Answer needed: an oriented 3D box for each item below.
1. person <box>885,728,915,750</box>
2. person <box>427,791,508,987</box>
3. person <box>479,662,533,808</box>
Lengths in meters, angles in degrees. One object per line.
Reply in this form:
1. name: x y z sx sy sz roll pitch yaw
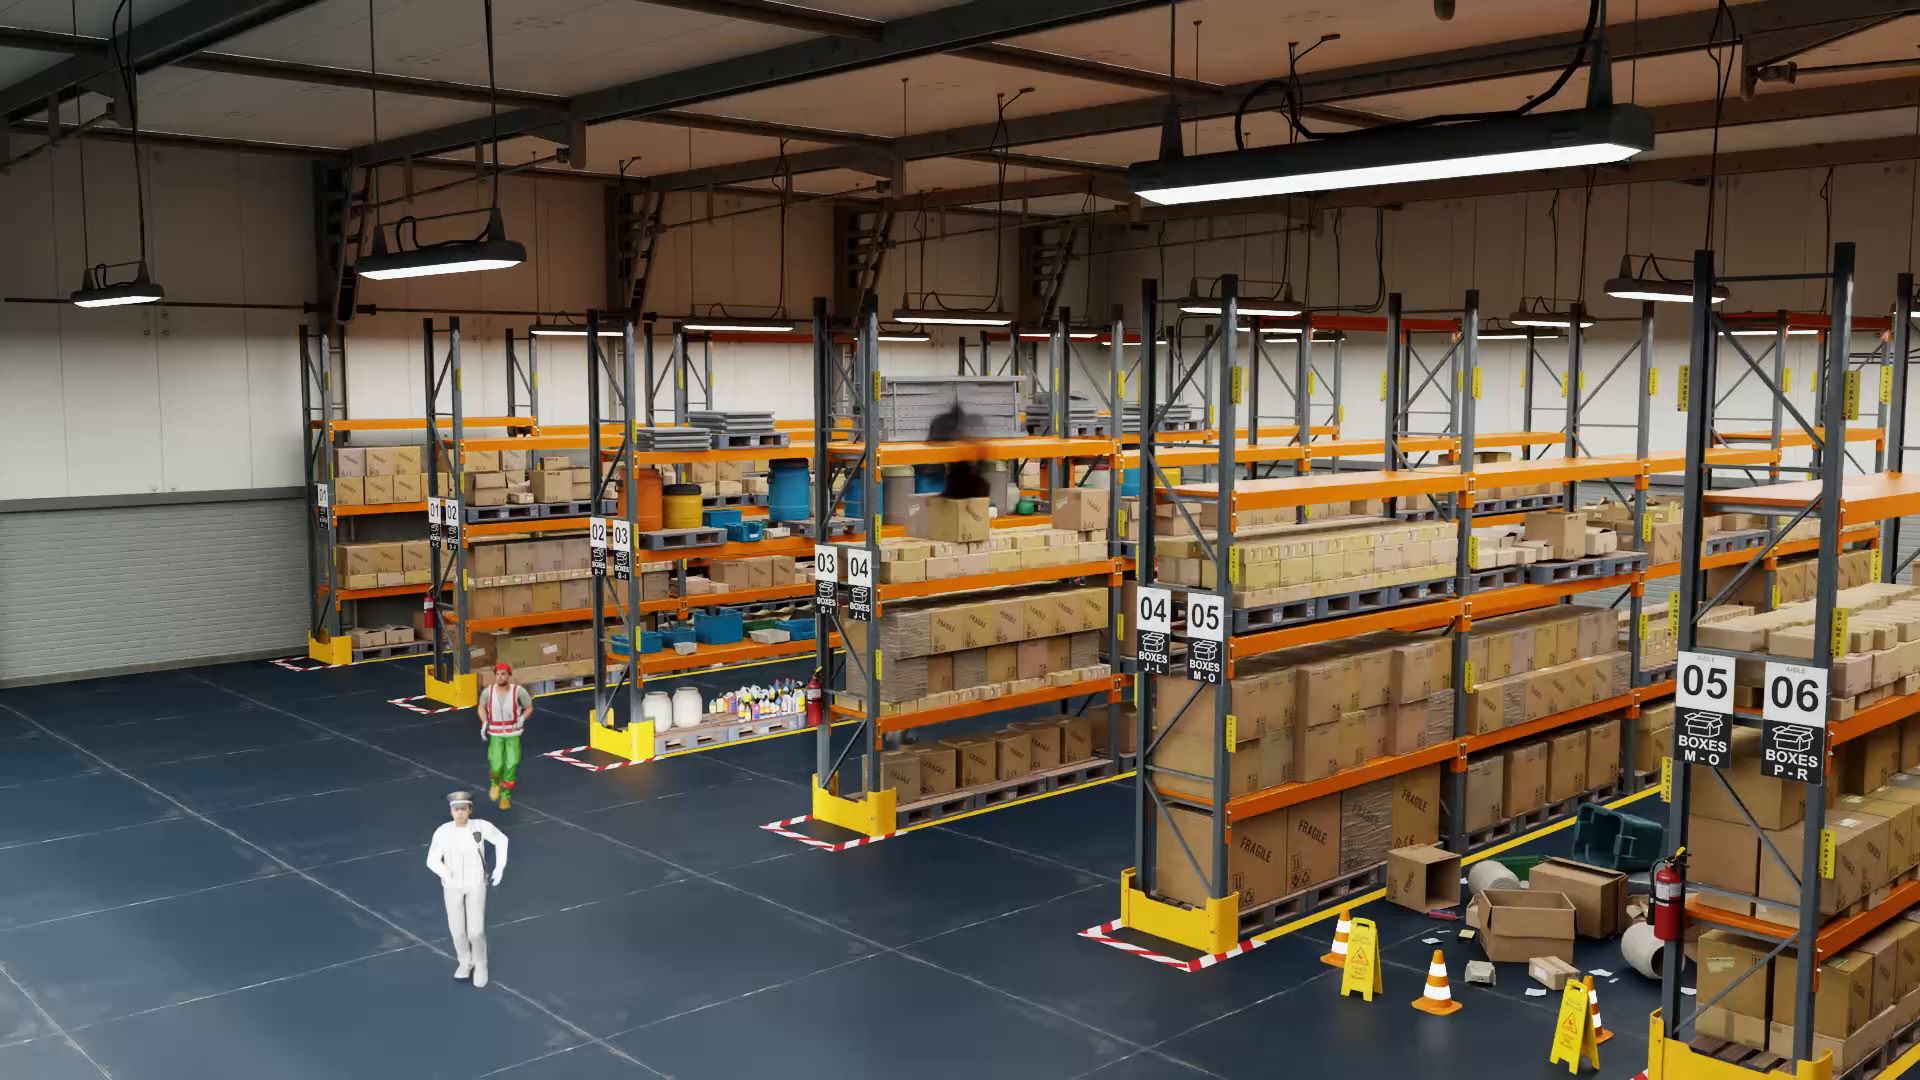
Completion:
1. person: -0.718 2.177 21.535 0.575 1.660 0.562 5 7 39
2. person: -4.134 2.934 13.958 0.634 1.711 0.664 -1 6 -10
3. person: -5.371 2.313 19.652 0.637 1.749 0.607 -1 6 -10
